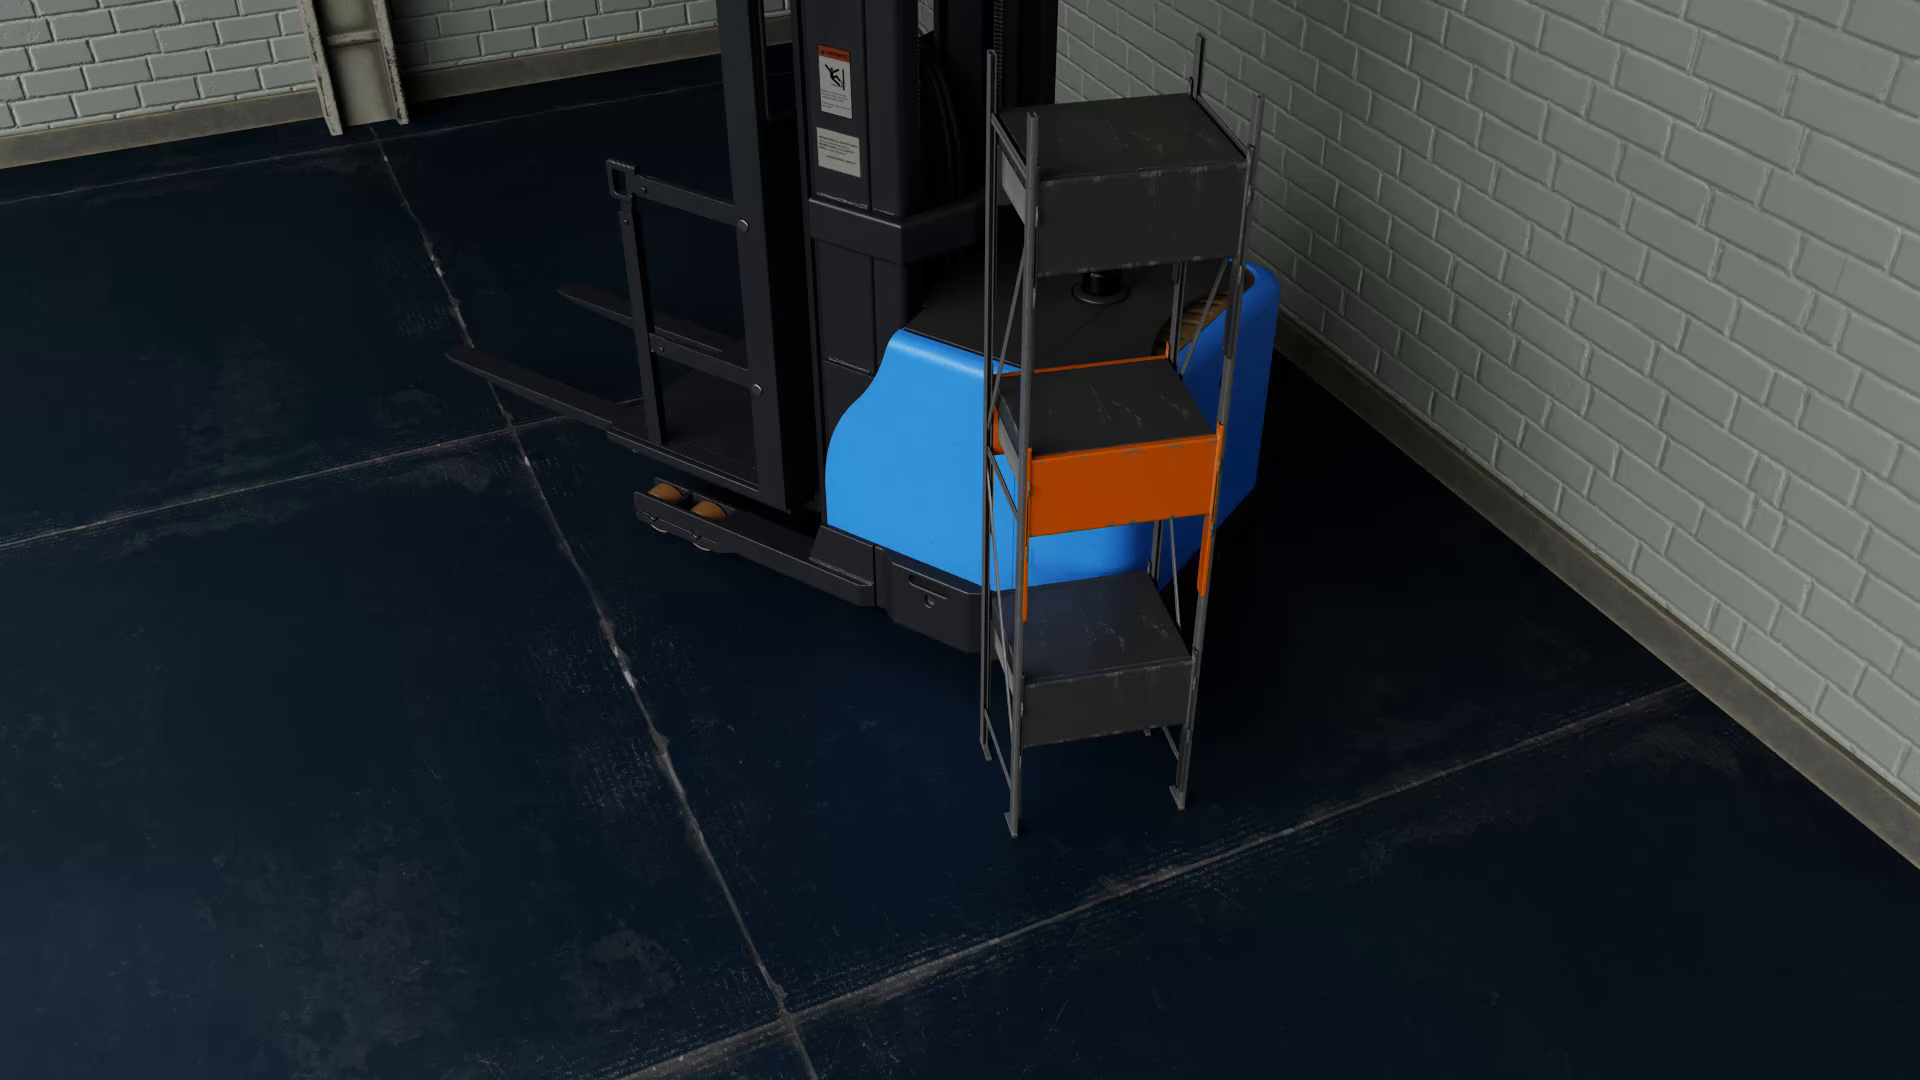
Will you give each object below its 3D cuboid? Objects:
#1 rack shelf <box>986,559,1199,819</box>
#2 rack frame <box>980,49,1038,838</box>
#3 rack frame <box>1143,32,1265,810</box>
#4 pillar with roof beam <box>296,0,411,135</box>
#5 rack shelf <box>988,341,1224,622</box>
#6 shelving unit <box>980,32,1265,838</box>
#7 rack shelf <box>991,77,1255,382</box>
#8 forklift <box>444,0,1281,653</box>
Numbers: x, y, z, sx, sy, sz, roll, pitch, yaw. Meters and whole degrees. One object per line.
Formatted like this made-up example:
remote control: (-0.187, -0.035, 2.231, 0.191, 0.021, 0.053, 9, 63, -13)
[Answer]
rack shelf: (0.348, 0.411, 4.631, 0.480, 0.518, 0.431, -8, 37, -10)
rack frame: (0.110, -0.131, 4.164, 0.015, 2.100, 0.400, -8, 37, -10)
rack frame: (0.586, -0.194, 4.249, 0.015, 2.100, 0.400, -8, 37, -10)
pillar with roof beam: (-1.287, -3.506, 2.923, 0.400, 9.000, 9.100, -16, 39, -20)
rack shelf: (0.348, -0.151, 4.214, 0.480, 0.518, 0.431, -8, 37, -10)
shelving unit: (0.348, -0.162, 4.206, 0.503, 2.100, 0.431, -8, 37, -10)
rack shelf: (0.348, -0.714, 3.797, 0.480, 0.518, 0.431, -8, 37, -10)
forklift: (-0.520, -1.381, 5.152, 3.031, 2.935, 1.130, 21, 42, 26)
